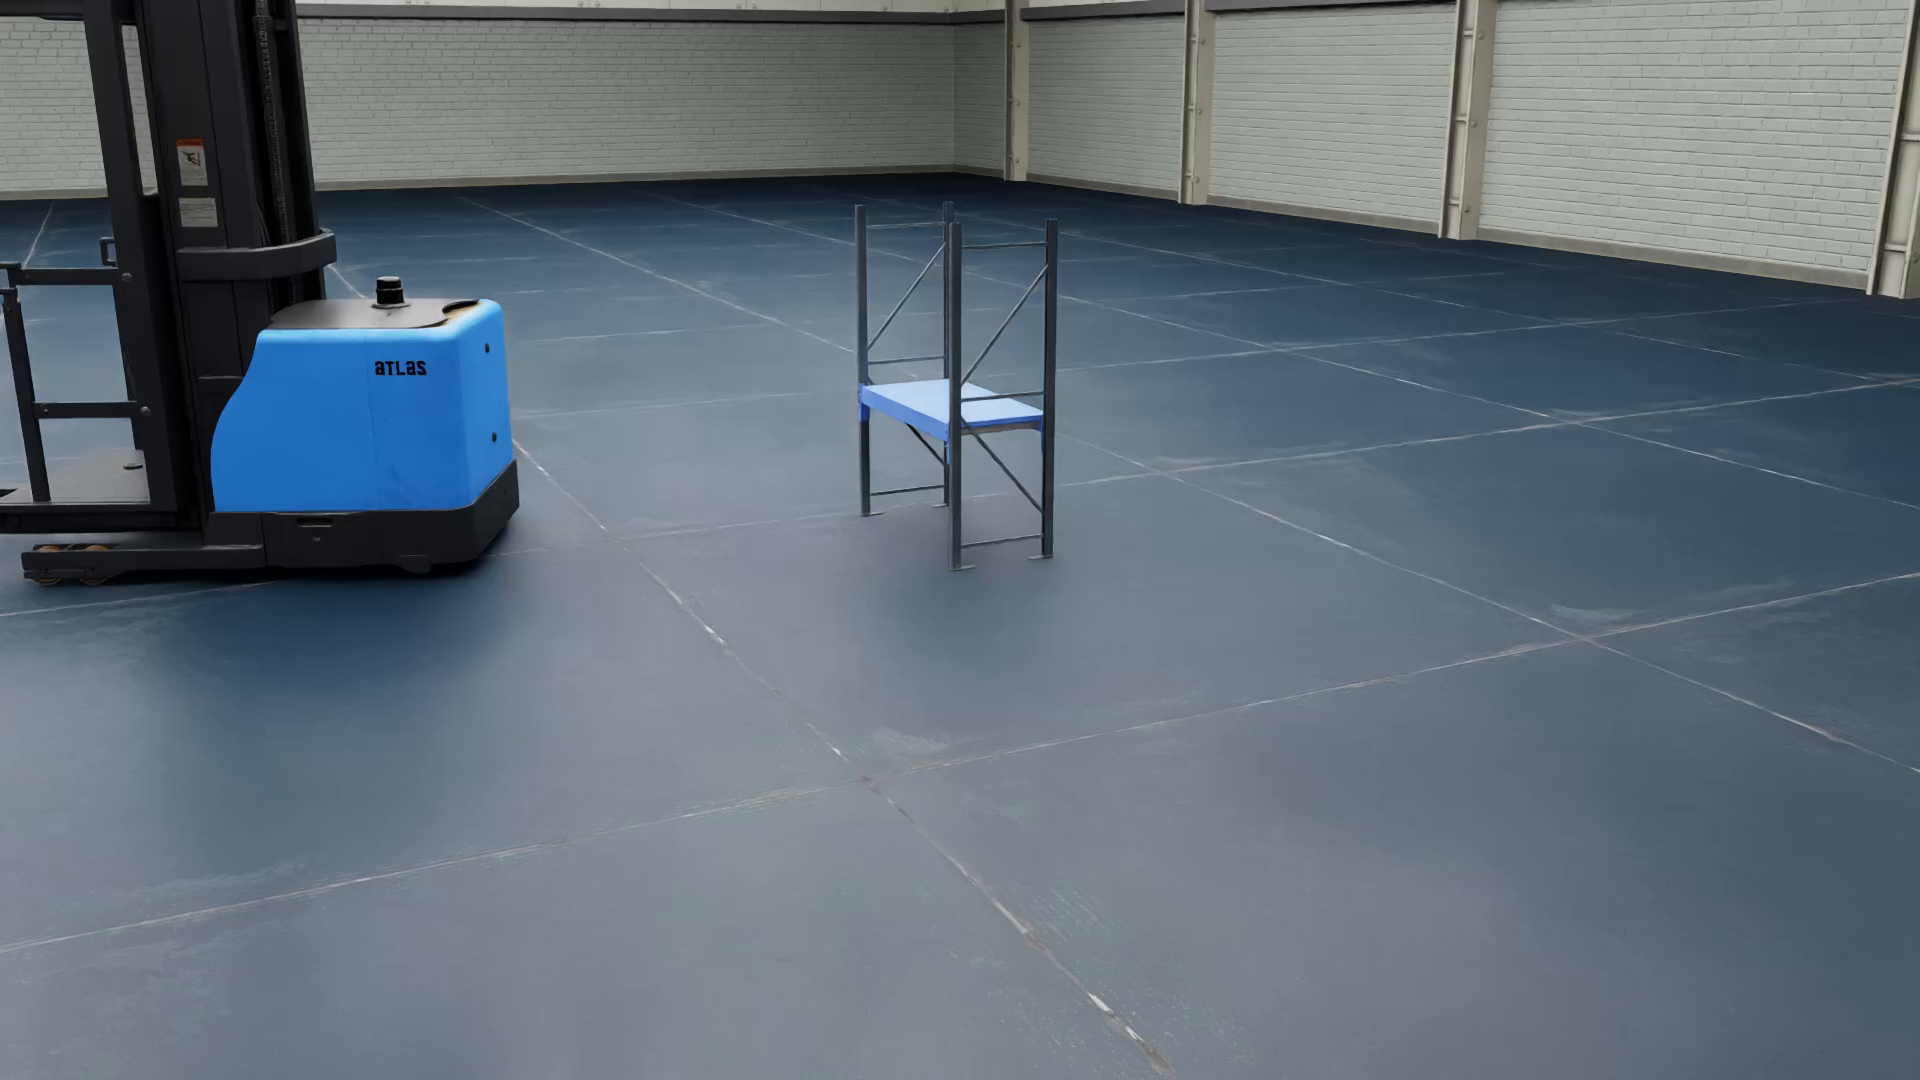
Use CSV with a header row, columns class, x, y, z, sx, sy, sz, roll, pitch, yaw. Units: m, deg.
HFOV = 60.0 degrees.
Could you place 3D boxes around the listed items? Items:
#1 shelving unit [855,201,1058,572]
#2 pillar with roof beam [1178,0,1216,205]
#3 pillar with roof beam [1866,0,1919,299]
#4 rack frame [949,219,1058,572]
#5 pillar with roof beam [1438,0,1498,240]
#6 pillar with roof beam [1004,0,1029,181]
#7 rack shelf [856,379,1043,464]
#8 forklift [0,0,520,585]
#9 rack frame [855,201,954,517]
class,x,y,z,sx,sy,sz,roll,pitch,yaw
shelving unit,-0.037,-0.742,7.617,0.538,1.500,1.048,-8,18,-25
pillar with roof beam,-0.190,-9.117,23.206,9.100,9.000,0.400,-8,18,-25
pillar with roof beam,5.067,-6.141,12.837,9.100,9.000,0.400,-8,18,-25
rack frame,0.185,-0.616,7.178,0.500,1.500,0.032,-8,18,-25
pillar with roof beam,2.439,-7.629,18.022,9.100,9.000,0.400,-8,18,-25
pillar with roof beam,-2.818,-10.605,28.390,9.100,9.000,0.400,-8,18,-25
rack shelf,-0.037,-0.569,7.667,0.538,0.185,1.000,-8,18,-25
forklift,-3.627,-1.365,7.193,3.031,2.935,1.130,-1,16,-2
rack frame,-0.260,-0.868,8.057,0.500,1.500,0.032,-8,18,-25
